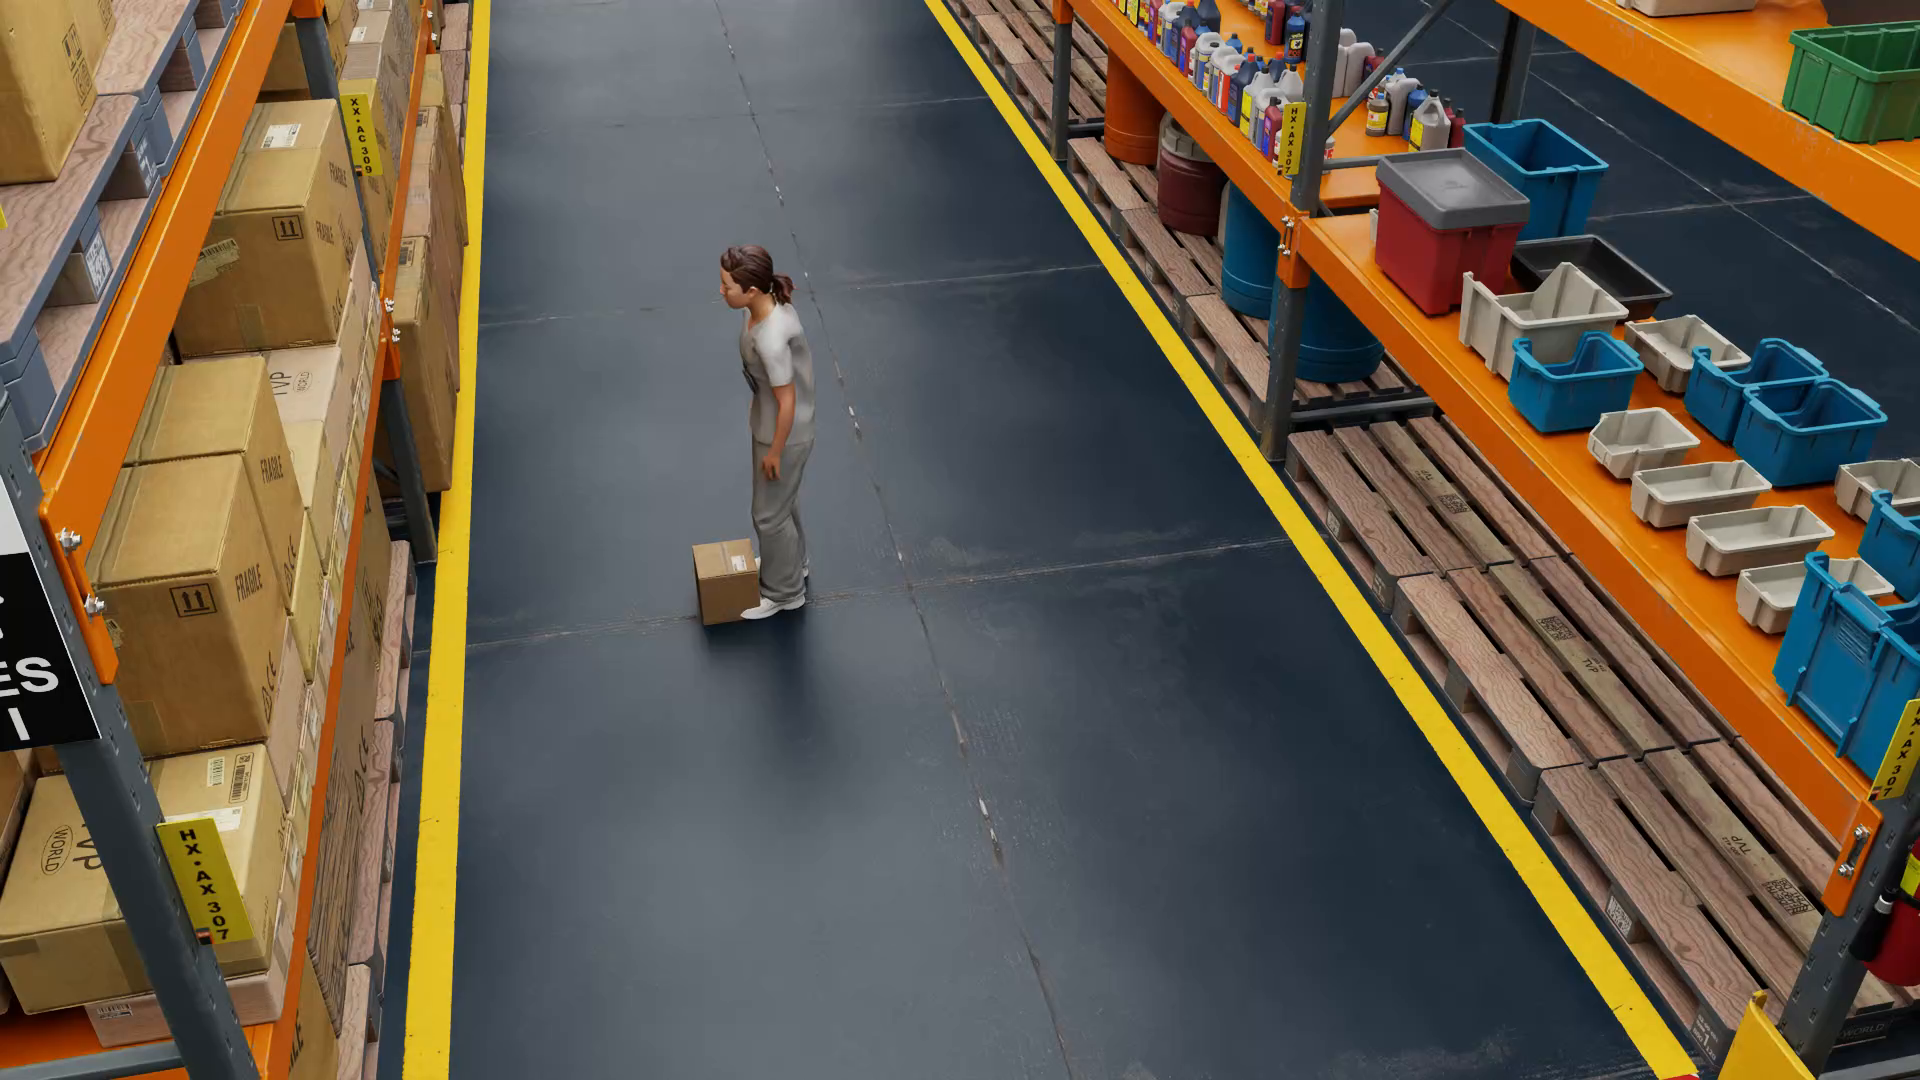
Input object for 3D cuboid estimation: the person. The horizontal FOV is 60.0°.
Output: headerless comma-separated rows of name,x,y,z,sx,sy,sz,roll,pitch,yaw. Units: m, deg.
person,-0.787,-0.441,6.786,0.404,1.673,0.491,-7,35,-11
